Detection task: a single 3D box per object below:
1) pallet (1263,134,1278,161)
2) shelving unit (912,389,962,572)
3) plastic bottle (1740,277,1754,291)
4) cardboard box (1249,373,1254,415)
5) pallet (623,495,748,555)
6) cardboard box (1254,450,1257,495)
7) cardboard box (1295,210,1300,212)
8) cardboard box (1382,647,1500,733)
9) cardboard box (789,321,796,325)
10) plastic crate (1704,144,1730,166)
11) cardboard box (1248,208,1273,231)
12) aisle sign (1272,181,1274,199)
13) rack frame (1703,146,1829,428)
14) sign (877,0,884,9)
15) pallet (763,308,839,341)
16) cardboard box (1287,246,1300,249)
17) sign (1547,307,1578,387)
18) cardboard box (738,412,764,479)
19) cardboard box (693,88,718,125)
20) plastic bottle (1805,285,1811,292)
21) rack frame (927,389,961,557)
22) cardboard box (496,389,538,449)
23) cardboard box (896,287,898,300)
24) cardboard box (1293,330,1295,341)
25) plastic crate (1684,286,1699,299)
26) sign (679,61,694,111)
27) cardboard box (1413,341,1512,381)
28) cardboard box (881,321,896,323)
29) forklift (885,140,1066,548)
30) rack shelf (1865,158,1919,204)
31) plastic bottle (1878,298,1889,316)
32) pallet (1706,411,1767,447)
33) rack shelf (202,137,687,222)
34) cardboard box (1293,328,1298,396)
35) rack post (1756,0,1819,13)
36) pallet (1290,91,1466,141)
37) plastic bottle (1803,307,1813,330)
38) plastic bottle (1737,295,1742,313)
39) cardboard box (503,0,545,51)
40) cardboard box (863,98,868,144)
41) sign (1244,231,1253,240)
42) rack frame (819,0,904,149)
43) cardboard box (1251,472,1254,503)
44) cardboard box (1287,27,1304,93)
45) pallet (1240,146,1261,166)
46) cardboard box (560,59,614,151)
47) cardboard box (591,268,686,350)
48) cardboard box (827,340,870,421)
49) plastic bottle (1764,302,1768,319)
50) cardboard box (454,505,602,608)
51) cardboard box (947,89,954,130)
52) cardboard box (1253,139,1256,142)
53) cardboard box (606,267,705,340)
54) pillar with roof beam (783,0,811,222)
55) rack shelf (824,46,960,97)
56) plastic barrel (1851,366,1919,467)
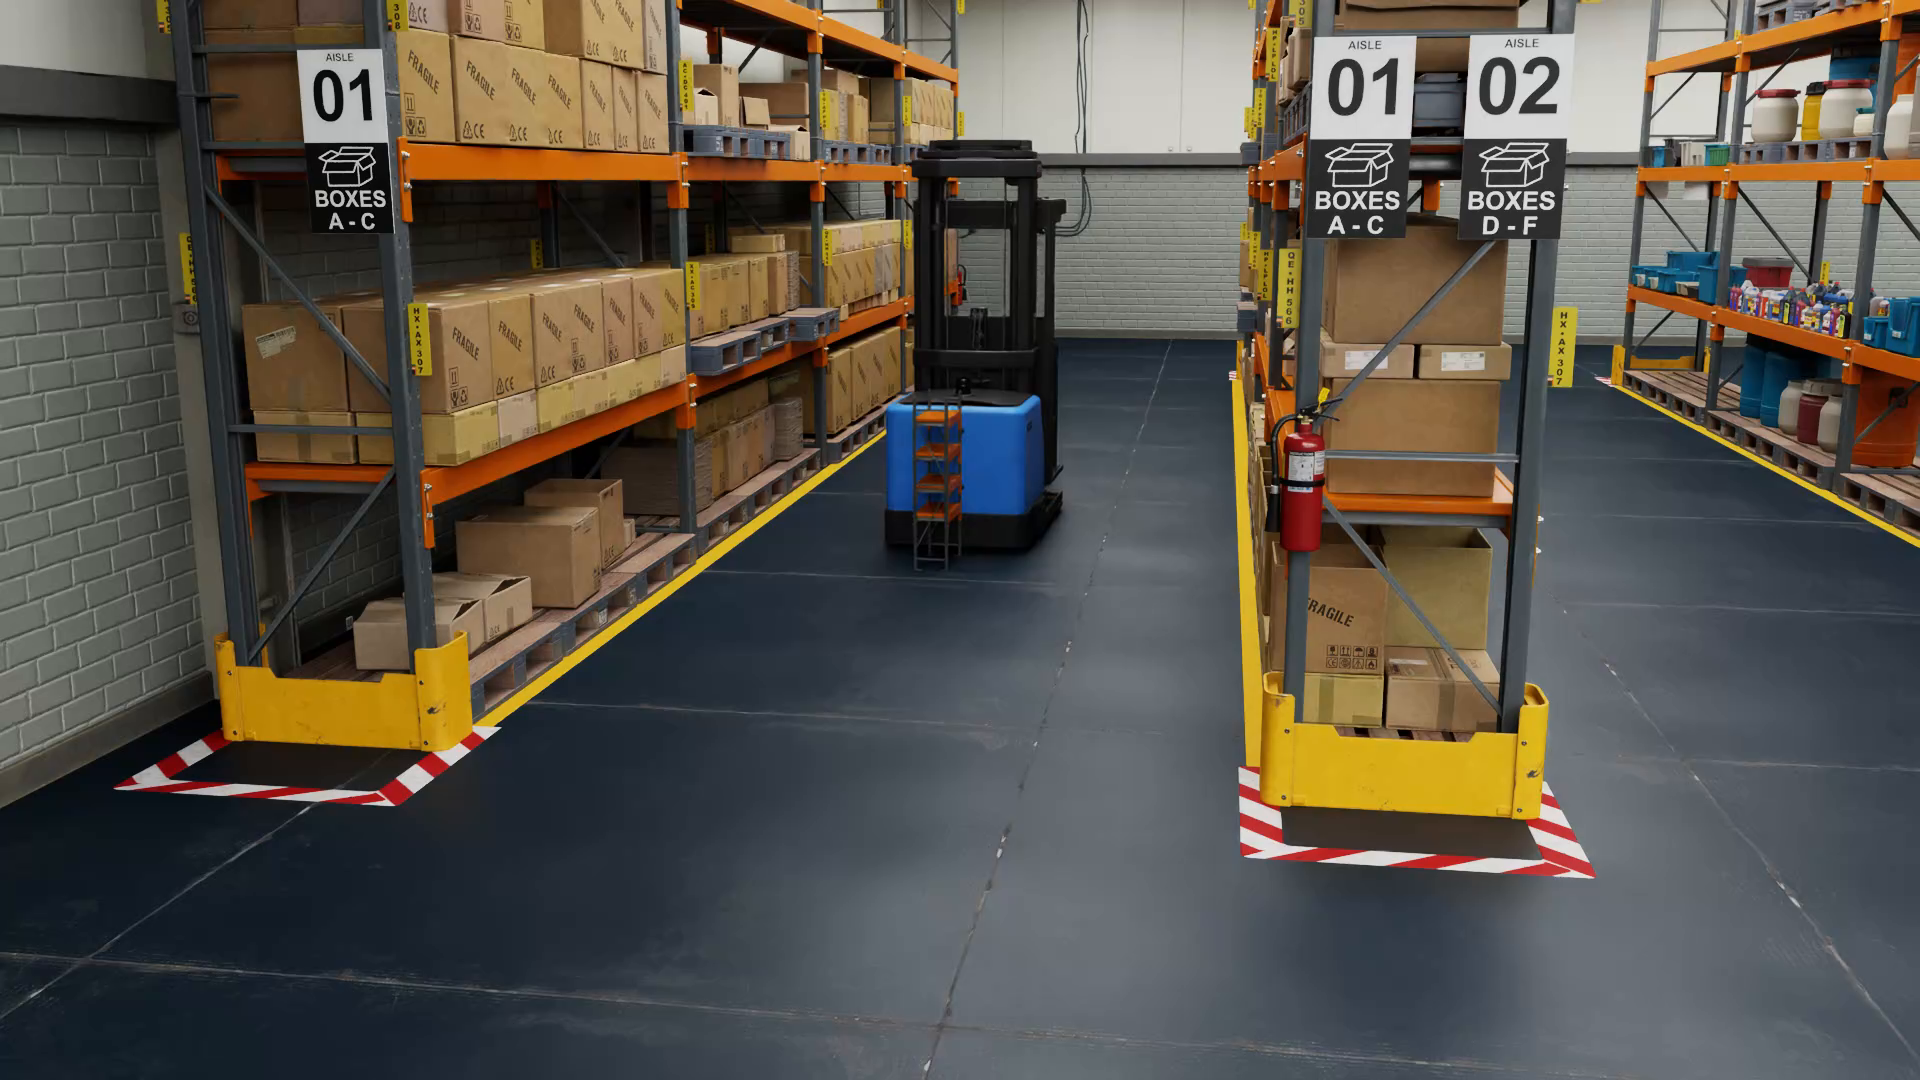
[{"bbox_3d":[3.122,-3.239,13.731,1.213,0.211,1.003,2,12,11],"label":"pallet"},{"bbox_3d":[-0.156,-0.422,11.603,0.258,1.200,0.503,2,12,10],"label":"shelving unit"},{"bbox_3d":[8.266,-2.585,17.487,0.144,0.351,0.185,2,12,9],"label":"plastic bottle"},{"bbox_3d":[3.204,-1.422,16.860,0.500,0.500,0.500,1,12,7],"label":"cardboard box"},{"bbox_3d":[-2.255,-0.135,12.620,1.003,0.211,1.213,2,12,9],"label":"pallet"},{"bbox_3d":[2.375,-0.514,11.957,0.500,0.311,0.500,2,12,10],"label":"cardboard box"},{"bbox_3d":[4.262,-3.683,19.852,0.500,0.500,0.500,2,12,7],"label":"cardboard box"},{"bbox_3d":[2.210,0.691,7.699,0.500,0.250,0.500,2,12,9],"label":"cardboard box"},{"bbox_3d":[-1.478,-2.117,15.745,0.380,0.149,0.250,2,12,8],"label":"cardboard box"},{"bbox_3d":[8.471,-4.265,18.441,0.416,0.233,0.300,2,12,9],"label":"plastic crate"},{"bbox_3d":[3.885,-3.915,20.930,0.500,0.500,0.500,2,12,9],"label":"cardboard box"},{"bbox_3d":[4.088,-4.969,22.260,0.394,0.787,0.004,2,12,9],"label":"aisle sign"},{"bbox_3d":[8.647,-2.681,17.812,1.000,3.000,0.127,2,12,9],"label":"rack frame"},{"bbox_3d":[-1.075,-7.320,22.507,0.100,0.325,0.005,2,12,9],"label":"sign"},{"bbox_3d":[-1.762,-1.923,14.753,1.213,0.211,1.003,2,12,9],"label":"pallet"},{"bbox_3d":[3.453,-2.582,16.121,0.700,0.500,0.500,4,13,19],"label":"cardboard box"},{"bbox_3d":[2.455,-0.787,6.780,0.100,0.325,0.005,2,12,9],"label":"sign"},{"bbox_3d":[-2.059,-0.803,13.987,0.700,0.500,0.500,2,12,8],"label":"cardboard box"},{"bbox_3d":[-2.115,-3.204,12.334,0.500,0.311,0.500,2,12,10],"label":"cardboard box"},{"bbox_3d":[8.906,-2.527,17.395,0.152,0.276,0.135,2,12,9],"label":"plastic bottle"},{"bbox_3d":[-0.110,-0.472,11.838,0.240,1.200,0.015,2,12,10],"label":"rack frame"},{"bbox_3d":[-2.533,-0.640,8.651,0.500,0.250,0.500,1,12,7],"label":"cardboard box"},{"bbox_3d":[-0.915,-2.809,18.956,0.380,0.149,0.250,2,12,9],"label":"cardboard box"},{"bbox_3d":[2.896,-1.708,13.063,0.500,0.500,0.500,1,12,6],"label":"cardboard box"},{"bbox_3d":[8.553,-2.817,18.956,0.437,0.125,0.590,2,12,9],"label":"plastic crate"},{"bbox_3d":[-1.835,-3.039,11.129,0.100,0.325,0.005,2,12,9],"label":"sign"},{"bbox_3d":[2.180,-0.785,7.237,0.380,0.149,0.250,2,12,8],"label":"cardboard box"},{"bbox_3d":[-0.908,-2.754,21.550,0.380,0.149,0.250,2,12,9],"label":"cardboard box"},{"bbox_3d":[0.232,-1.634,13.120,1.130,2.935,3.031,2,12,10],"label":"forklift"},{"bbox_3d":[7.724,-2.546,11.776,1.077,0.370,4.000,2,12,9],"label":"rack shelf"},{"bbox_3d":[8.640,-2.128,15.554,0.097,0.271,0.097,0,12,0],"label":"plastic bottle"},{"bbox_3d":[8.487,-1.158,17.366,1.003,0.211,1.213,2,12,9],"label":"pallet"},{"bbox_3d":[-2.680,-2.035,9.402,1.077,0.370,4.000,2,12,9],"label":"rack shelf"},{"bbox_3d":[2.461,-1.133,10.392,0.700,0.500,0.500,2,12,7],"label":"cardboard box"},{"bbox_3d":[8.486,-5.402,16.379,0.937,0.300,0.954,2,12,8],"label":"rack post"},{"bbox_3d":[2.227,-2.168,8.523,1.003,0.211,1.213,2,12,9],"label":"pallet"},{"bbox_3d":[7.833,-2.042,15.320,0.097,0.201,0.097,0,12,0],"label":"plastic bottle"},{"bbox_3d":[8.149,-2.469,17.300,0.097,0.201,0.097,0,12,0],"label":"plastic bottle"},{"bbox_3d":[-2.494,-2.799,8.585,0.500,0.500,0.500,2,12,10],"label":"cardboard box"},{"bbox_3d":[-1.386,-4.552,18.095,0.700,0.500,0.500,1,12,6],"label":"cardboard box"},{"bbox_3d":[3.216,-3.281,18.543,0.100,0.325,0.005,2,12,9],"label":"sign"},{"bbox_3d":[-1.142,-5.934,18.669,1.000,3.000,0.127,2,12,9],"label":"rack frame"},{"bbox_3d":[2.537,-0.451,12.996,0.500,0.250,0.500,2,12,10],"label":"cardboard box"},{"bbox_3d":[1.909,-2.404,8.292,0.500,0.311,0.500,3,13,15],"label":"cardboard box"},{"bbox_3d":[3.583,-4.083,17.644,1.213,0.211,1.003,2,12,9],"label":"pallet"},{"bbox_3d":[-2.344,-2.527,9.693,0.500,0.500,0.500,1,12,6],"label":"cardboard box"},{"bbox_3d":[-2.140,-1.531,11.005,0.500,0.500,0.500,2,12,9],"label":"cardboard box"},{"bbox_3d":[-1.374,-1.654,17.155,0.750,0.750,0.750,2,12,8],"label":"cardboard box"},{"bbox_3d":[8.012,-2.283,16.441,0.097,0.201,0.097,0,12,0],"label":"plastic bottle"},{"bbox_3d":[-2.543,0.092,9.834,0.700,0.500,0.500,1,12,5],"label":"cardboard box"},{"bbox_3d":[-0.370,-5.687,21.983,0.500,0.500,0.500,2,12,8],"label":"cardboard box"},{"bbox_3d":[3.559,-4.589,18.718,0.500,0.250,0.500,2,12,9],"label":"cardboard box"},{"bbox_3d":[-2.261,-1.705,12.003,0.700,0.500,0.500,2,12,9],"label":"cardboard box"},{"bbox_3d":[2.364,-5.969,18.828,9.100,9.000,0.400,2,12,9],"label":"pillar with roof beam"},{"bbox_3d":[-0.835,-5.803,20.719,1.077,0.370,4.000,2,12,9],"label":"rack shelf"},{"bbox_3d":[8.090,-1.095,14.607,0.600,0.830,0.708,2,12,9],"label":"plastic barrel"}]
